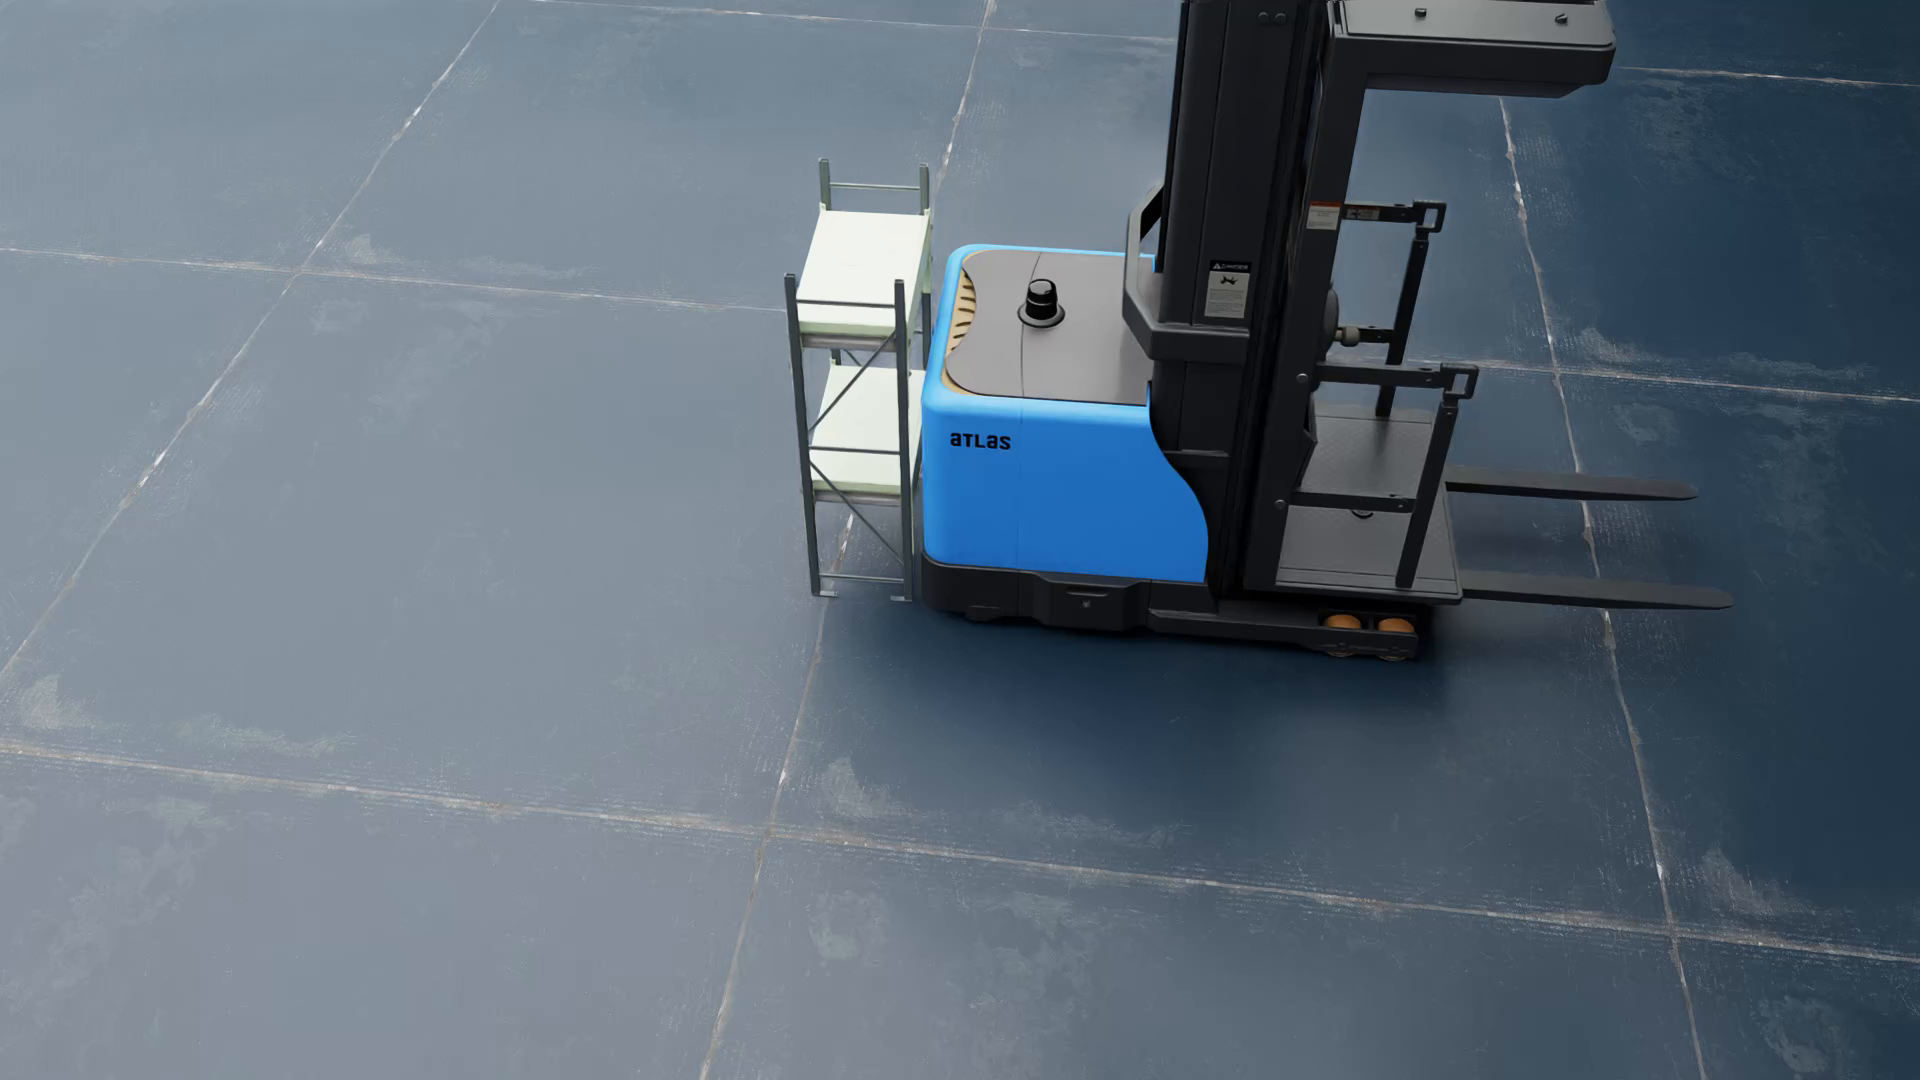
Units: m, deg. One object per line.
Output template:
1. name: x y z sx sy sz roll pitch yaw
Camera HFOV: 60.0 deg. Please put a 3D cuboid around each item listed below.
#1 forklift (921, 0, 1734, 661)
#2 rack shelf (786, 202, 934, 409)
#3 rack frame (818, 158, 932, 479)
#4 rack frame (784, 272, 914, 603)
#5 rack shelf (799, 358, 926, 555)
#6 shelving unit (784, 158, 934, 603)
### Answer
1. forklift: 1.403 -0.997 5.671 3.031 2.935 1.130 4 44 4
2. rack shelf: -0.347 -0.855 5.994 0.431 0.370 0.720 4 44 4
3. rack frame: -0.312 -0.822 6.527 0.400 1.500 0.023 4 44 4
4. rack frame: -0.382 -0.321 5.998 0.400 1.500 0.023 4 44 4
5. rack shelf: -0.347 -0.334 6.487 0.431 0.370 0.720 4 44 4
6. shelving unit: -0.347 -0.571 6.262 0.431 1.500 0.755 4 44 4
